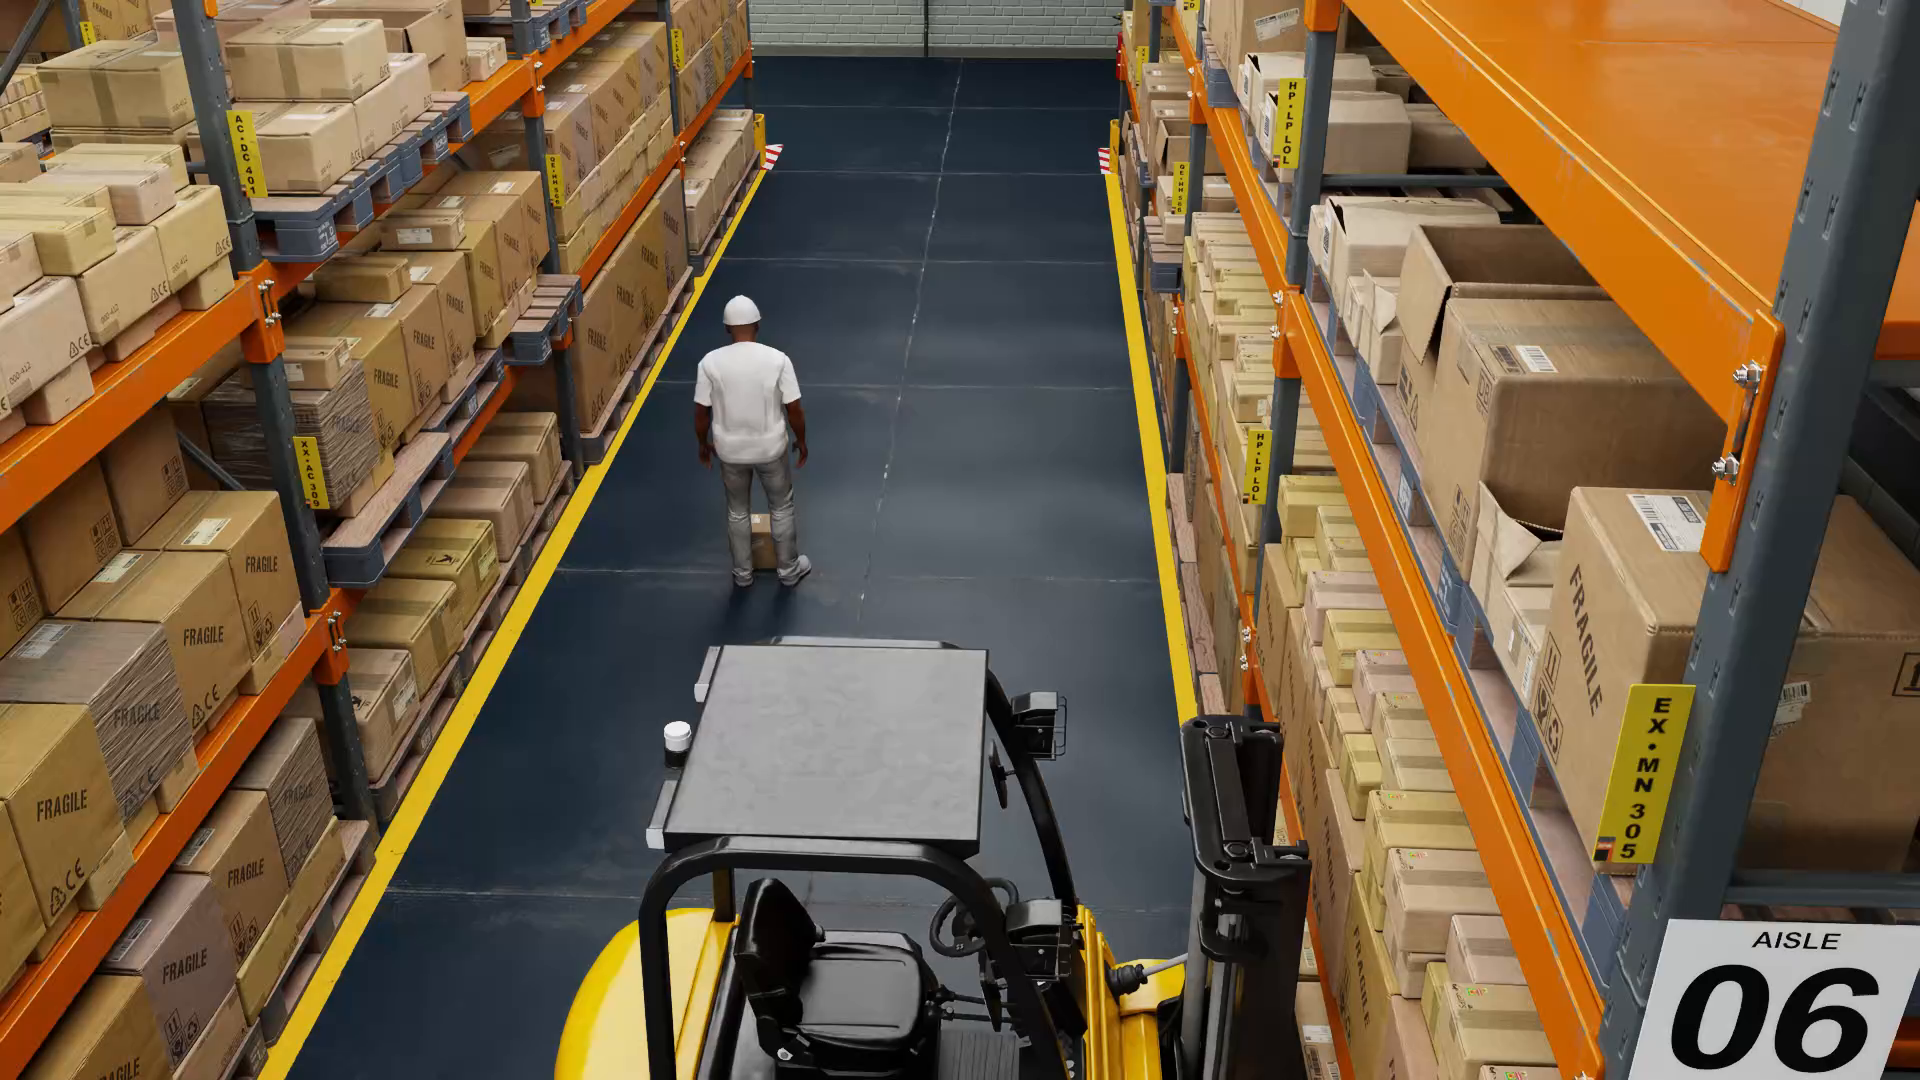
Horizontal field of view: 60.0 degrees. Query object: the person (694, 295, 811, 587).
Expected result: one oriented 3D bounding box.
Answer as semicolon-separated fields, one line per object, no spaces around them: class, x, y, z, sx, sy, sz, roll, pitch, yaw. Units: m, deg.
person;-1.205;-0.555;9.654;0.636;1.761;0.454;0;28;-1
